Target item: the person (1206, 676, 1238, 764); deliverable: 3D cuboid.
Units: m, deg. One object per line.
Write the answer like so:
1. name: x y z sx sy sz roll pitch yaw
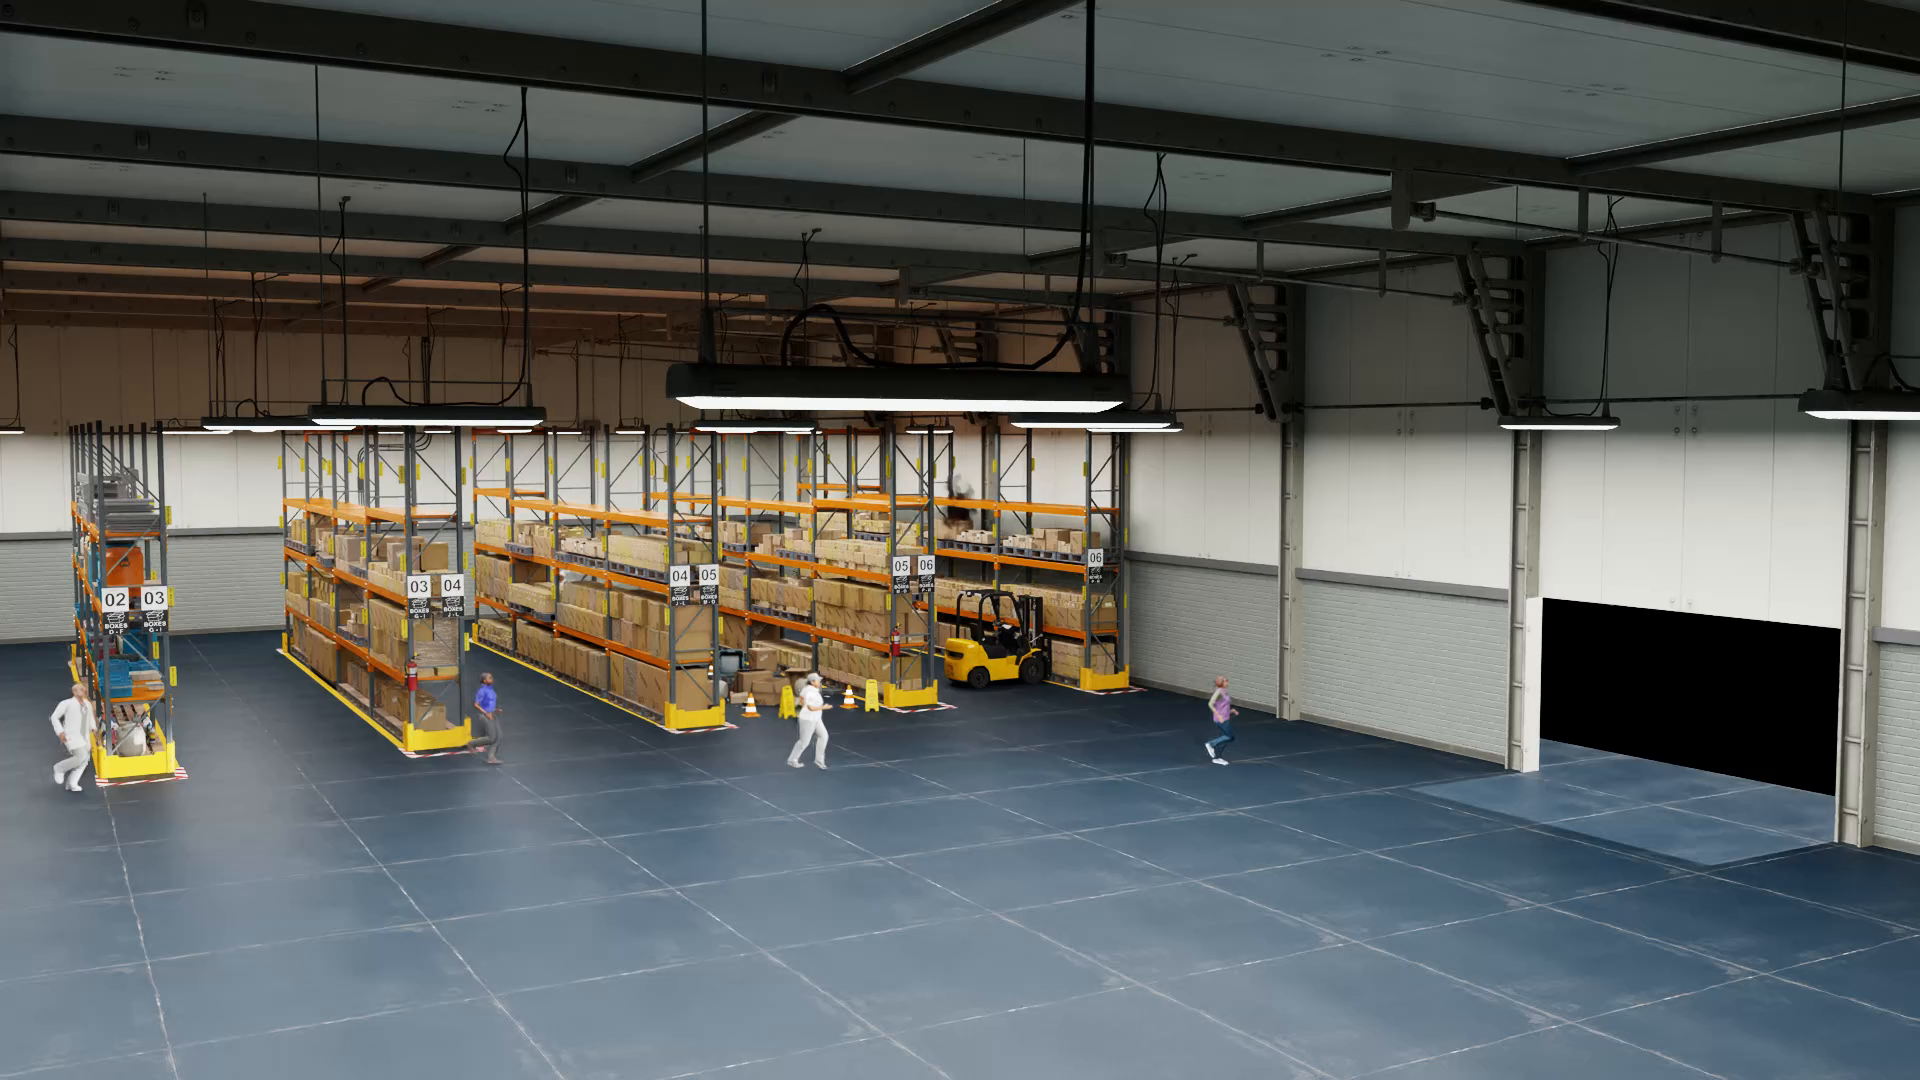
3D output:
1. person: 4.595 3.153 29.119 0.539 1.558 0.542 1 4 20

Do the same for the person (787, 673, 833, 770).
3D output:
1. person: -2.572 3.138 28.602 0.803 1.710 0.551 0 4 7

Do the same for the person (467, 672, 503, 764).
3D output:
1. person: -8.321 3.121 29.158 0.601 1.614 0.579 0 4 6

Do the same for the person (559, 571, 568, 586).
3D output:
1. person: -11.676 1.797 49.097 0.995 1.791 0.694 -2 4 -33

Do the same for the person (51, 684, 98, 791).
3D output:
1. person: -14.363 3.197 27.087 0.580 1.696 0.738 1 4 18
